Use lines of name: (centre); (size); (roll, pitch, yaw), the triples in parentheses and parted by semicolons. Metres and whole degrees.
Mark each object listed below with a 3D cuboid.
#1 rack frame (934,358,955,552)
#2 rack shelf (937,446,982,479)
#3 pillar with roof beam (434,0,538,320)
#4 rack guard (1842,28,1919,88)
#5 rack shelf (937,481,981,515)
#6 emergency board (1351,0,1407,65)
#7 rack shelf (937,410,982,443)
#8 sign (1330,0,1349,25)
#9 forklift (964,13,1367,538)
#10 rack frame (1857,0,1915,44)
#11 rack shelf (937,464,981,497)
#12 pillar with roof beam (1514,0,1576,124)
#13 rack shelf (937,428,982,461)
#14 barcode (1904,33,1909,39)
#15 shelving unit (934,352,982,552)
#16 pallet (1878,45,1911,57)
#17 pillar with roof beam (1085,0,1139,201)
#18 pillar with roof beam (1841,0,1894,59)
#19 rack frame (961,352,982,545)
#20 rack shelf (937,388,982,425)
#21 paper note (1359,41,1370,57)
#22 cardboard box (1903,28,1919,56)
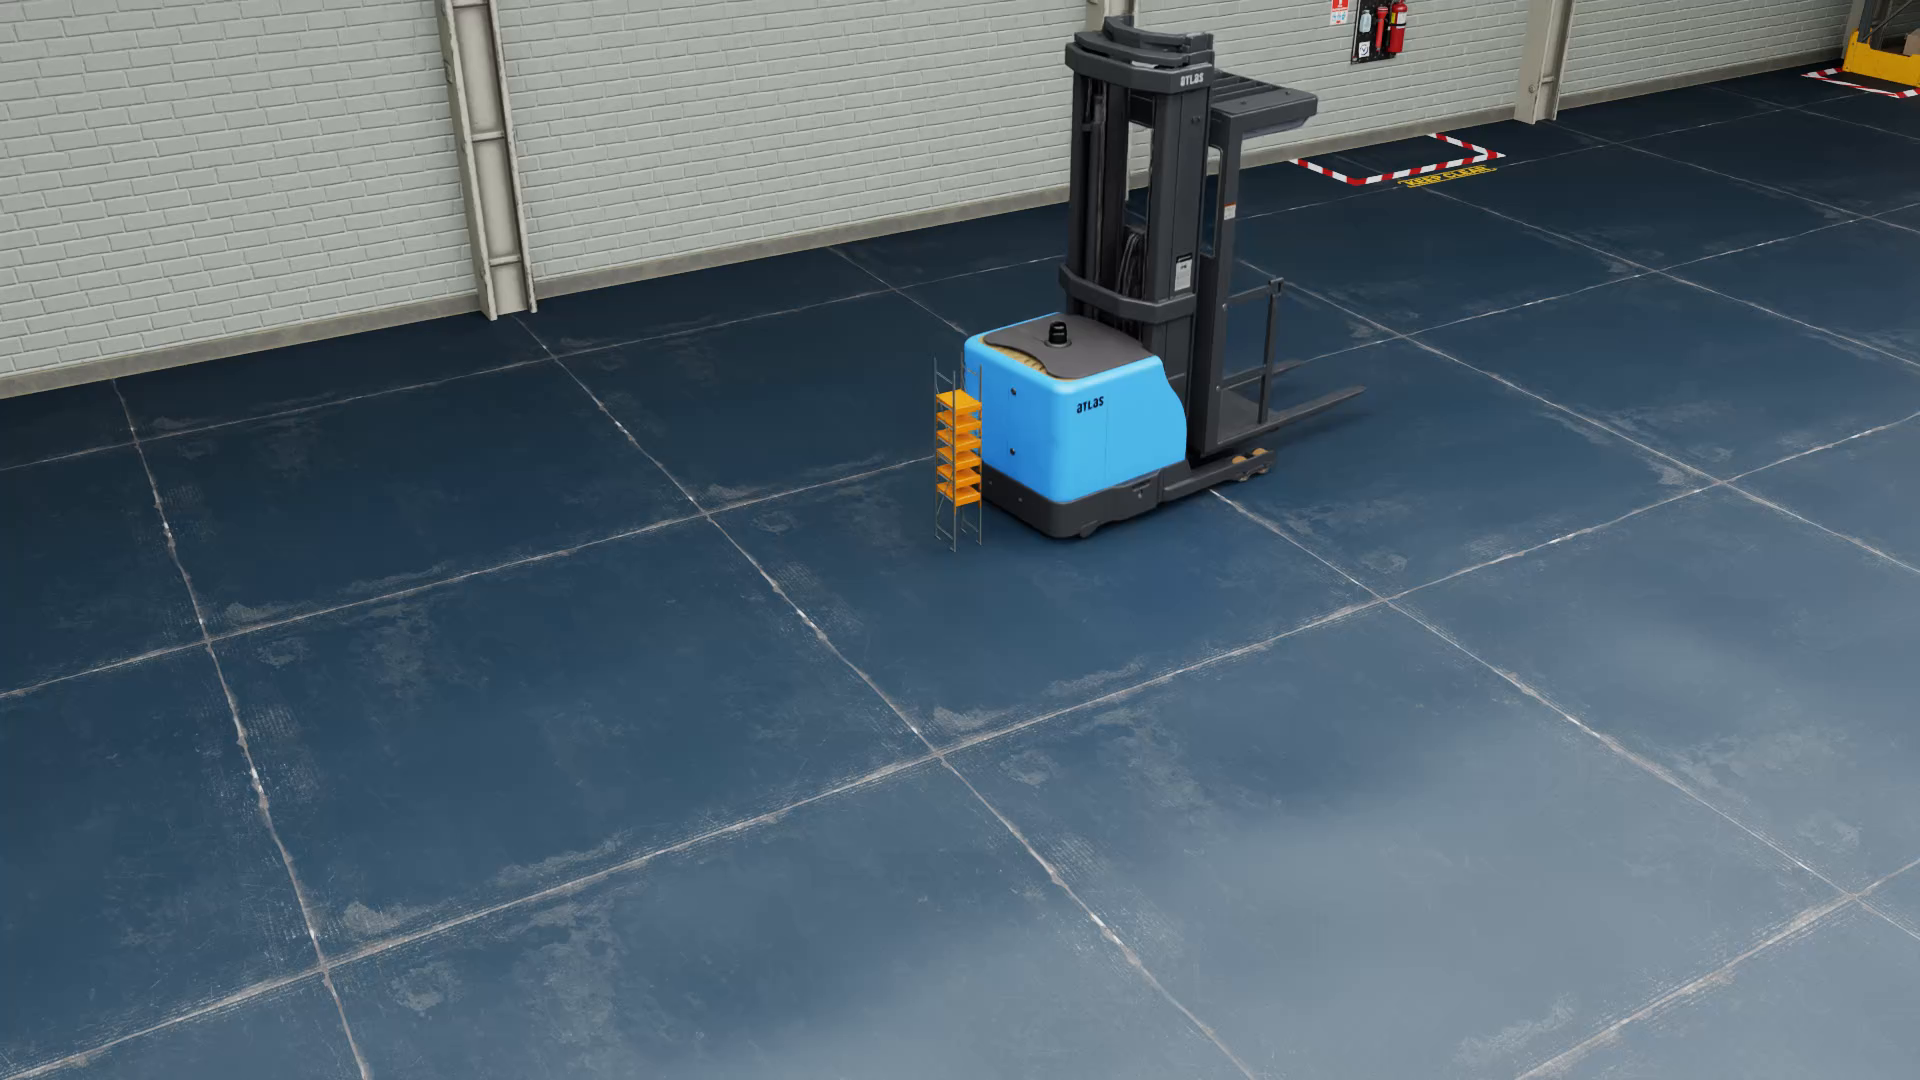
rack frame: (-0.091, -0.499, 10.011); (0.006, 1.200, 0.240); (-16, 33, -26)
rack shelf: (-0.012, -0.483, 10.073); (0.180, 0.103, 0.258); (-16, 33, -26)
pillar with roof beam: (-1.566, -4.055, 8.382); (0.400, 9.000, 9.100); (-16, 33, -26)
rack guard: (11.673, -6.020, 20.739); (0.348, 0.500, 1.175); (-16, 33, -26)
rack shelf: (-0.012, -0.273, 10.189); (0.180, 0.103, 0.258); (-16, 33, -26)
emergency board: (4.450, -5.570, 17.336); (0.643, 1.169, 0.194); (-16, 33, -26)
rack shelf: (-0.012, -0.693, 9.957); (0.180, 0.103, 0.258); (-16, 33, -26)
sign: (3.921, -5.493, 17.160); (0.234, 0.329, 0.001); (-16, 33, -26)
forklift: (1.492, -1.856, 10.678); (3.031, 2.935, 1.130); (-20, 35, -32)
rack frame: (11.607, -7.096, 20.101); (0.127, 3.000, 1.000); (-16, 33, -26)
rack shelf: (-0.012, -0.378, 10.131); (0.180, 0.103, 0.258); (-16, 33, -26)
pillar with roof beam: (8.780, -6.992, 13.704); (0.400, 9.000, 9.100); (-16, 33, -26)
rack shelf: (-0.012, -0.588, 10.015); (0.180, 0.103, 0.258); (-16, 33, -26)
barcode: (12.062, -6.418, 21.192); (0.075, 0.075, 0.001); (-16, 33, -26)
shelving unit: (-0.012, -0.522, 10.052); (0.189, 1.200, 0.258); (-16, 33, -26)
pallet: (12.391, -6.078, 21.143); (1.213, 0.211, 1.003); (-16, 33, -26)
pillar with roof beam: (3.607, -5.523, 11.043); (0.400, 9.000, 9.100); (-16, 33, -26)
pillar with roof beam: (13.953, -8.461, 16.366); (0.400, 9.000, 9.100); (-16, 33, -26)
rack frame: (0.066, -0.544, 10.092); (0.006, 1.200, 0.240); (-16, 33, -26)
rack shelf: (-0.012, -0.798, 9.899); (0.180, 0.103, 0.258); (-16, 33, -26)
paper note: (4.262, -5.169, 17.523); (0.142, 0.148, 0.016); (-16, 33, -26)
cardboard box: (12.249, -6.243, 20.884); (0.500, 0.311, 0.500); (-20, 35, -32)
